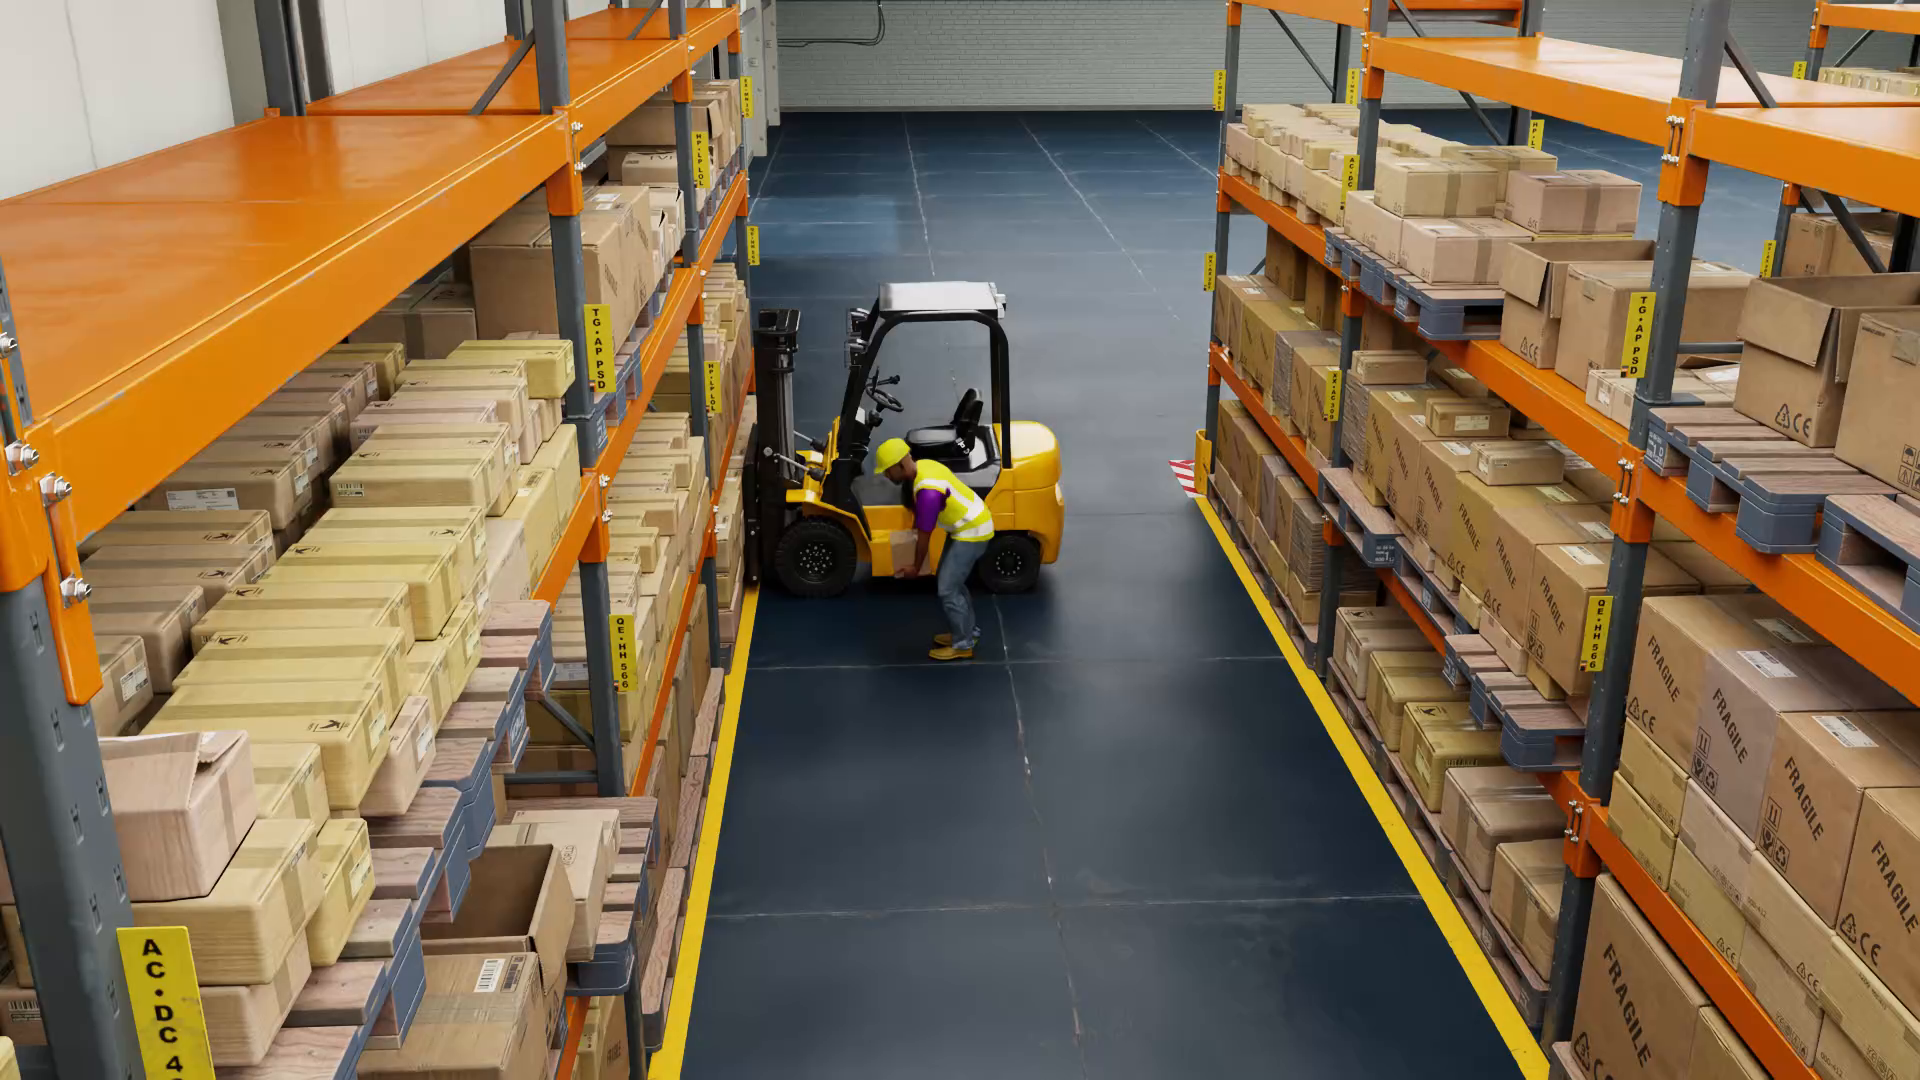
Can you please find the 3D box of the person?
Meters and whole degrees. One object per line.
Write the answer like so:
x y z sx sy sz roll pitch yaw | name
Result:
-0.169 0.050 11.221 0.800 1.545 0.487 -2 20 -4 | person
